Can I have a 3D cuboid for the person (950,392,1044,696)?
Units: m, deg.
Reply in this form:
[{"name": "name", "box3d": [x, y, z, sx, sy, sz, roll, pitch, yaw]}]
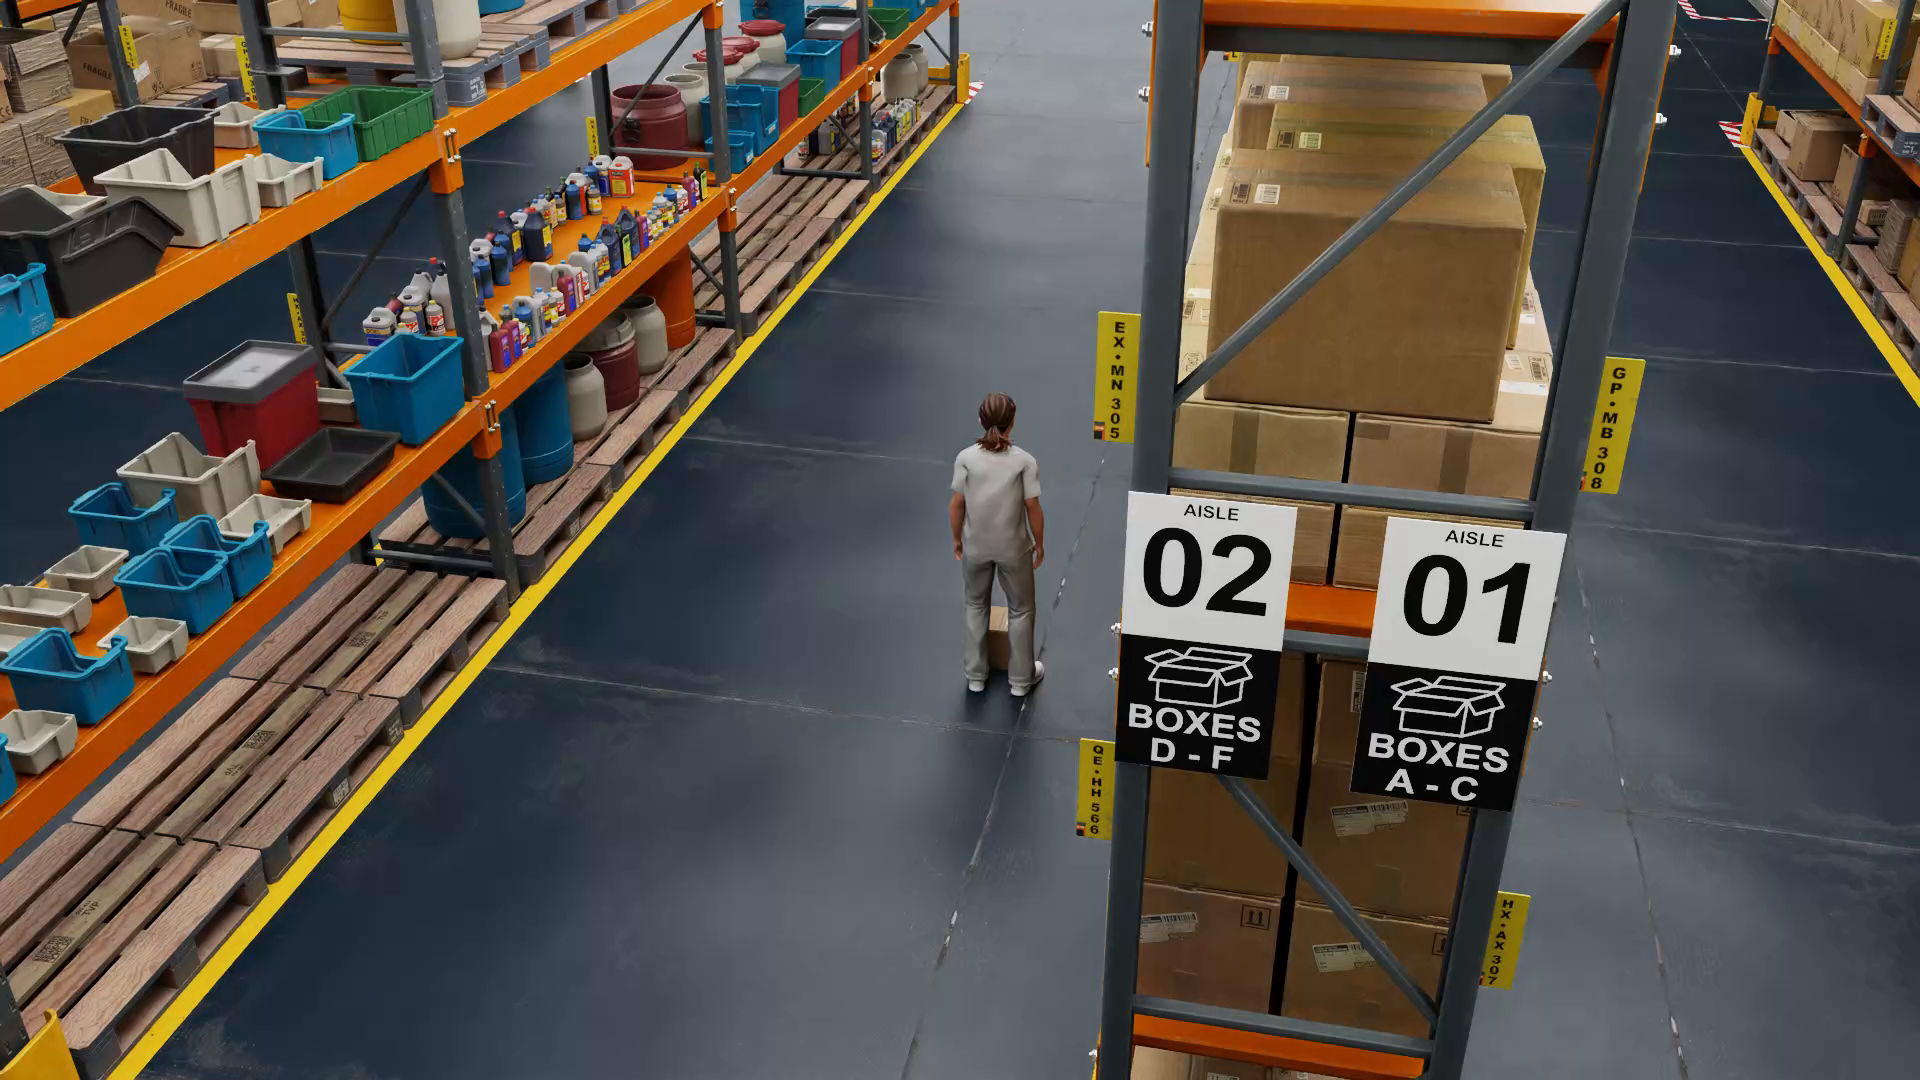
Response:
[{"name": "person", "box3d": [0.194, 0.035, 8.552, 0.485, 1.672, 0.361, 5, 29, 10]}]
